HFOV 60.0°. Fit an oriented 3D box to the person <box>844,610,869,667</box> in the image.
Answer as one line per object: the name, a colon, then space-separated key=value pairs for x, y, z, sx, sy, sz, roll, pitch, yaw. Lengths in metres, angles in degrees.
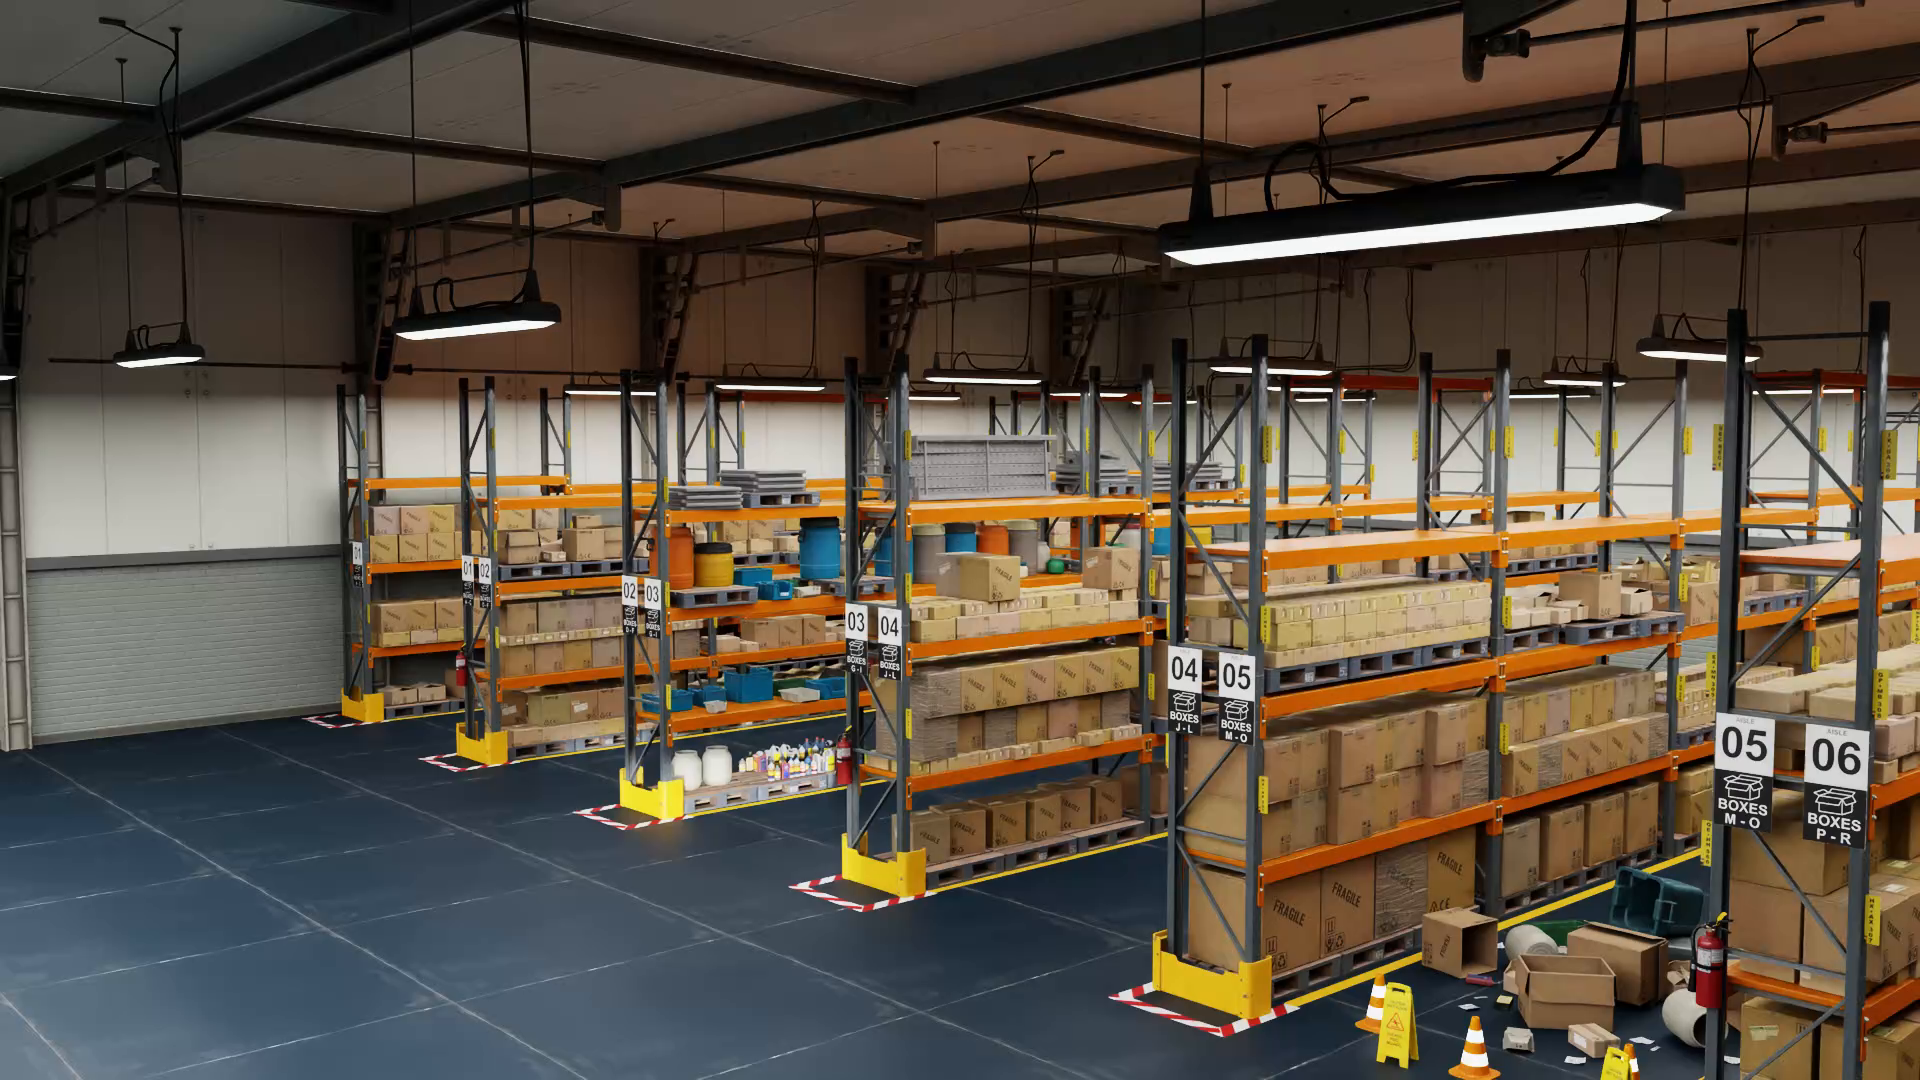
person: x=-2.125 y=2.025 z=34.965 sx=0.606 sy=1.737 sz=0.479 roll=0 pitch=4 yaw=-7
